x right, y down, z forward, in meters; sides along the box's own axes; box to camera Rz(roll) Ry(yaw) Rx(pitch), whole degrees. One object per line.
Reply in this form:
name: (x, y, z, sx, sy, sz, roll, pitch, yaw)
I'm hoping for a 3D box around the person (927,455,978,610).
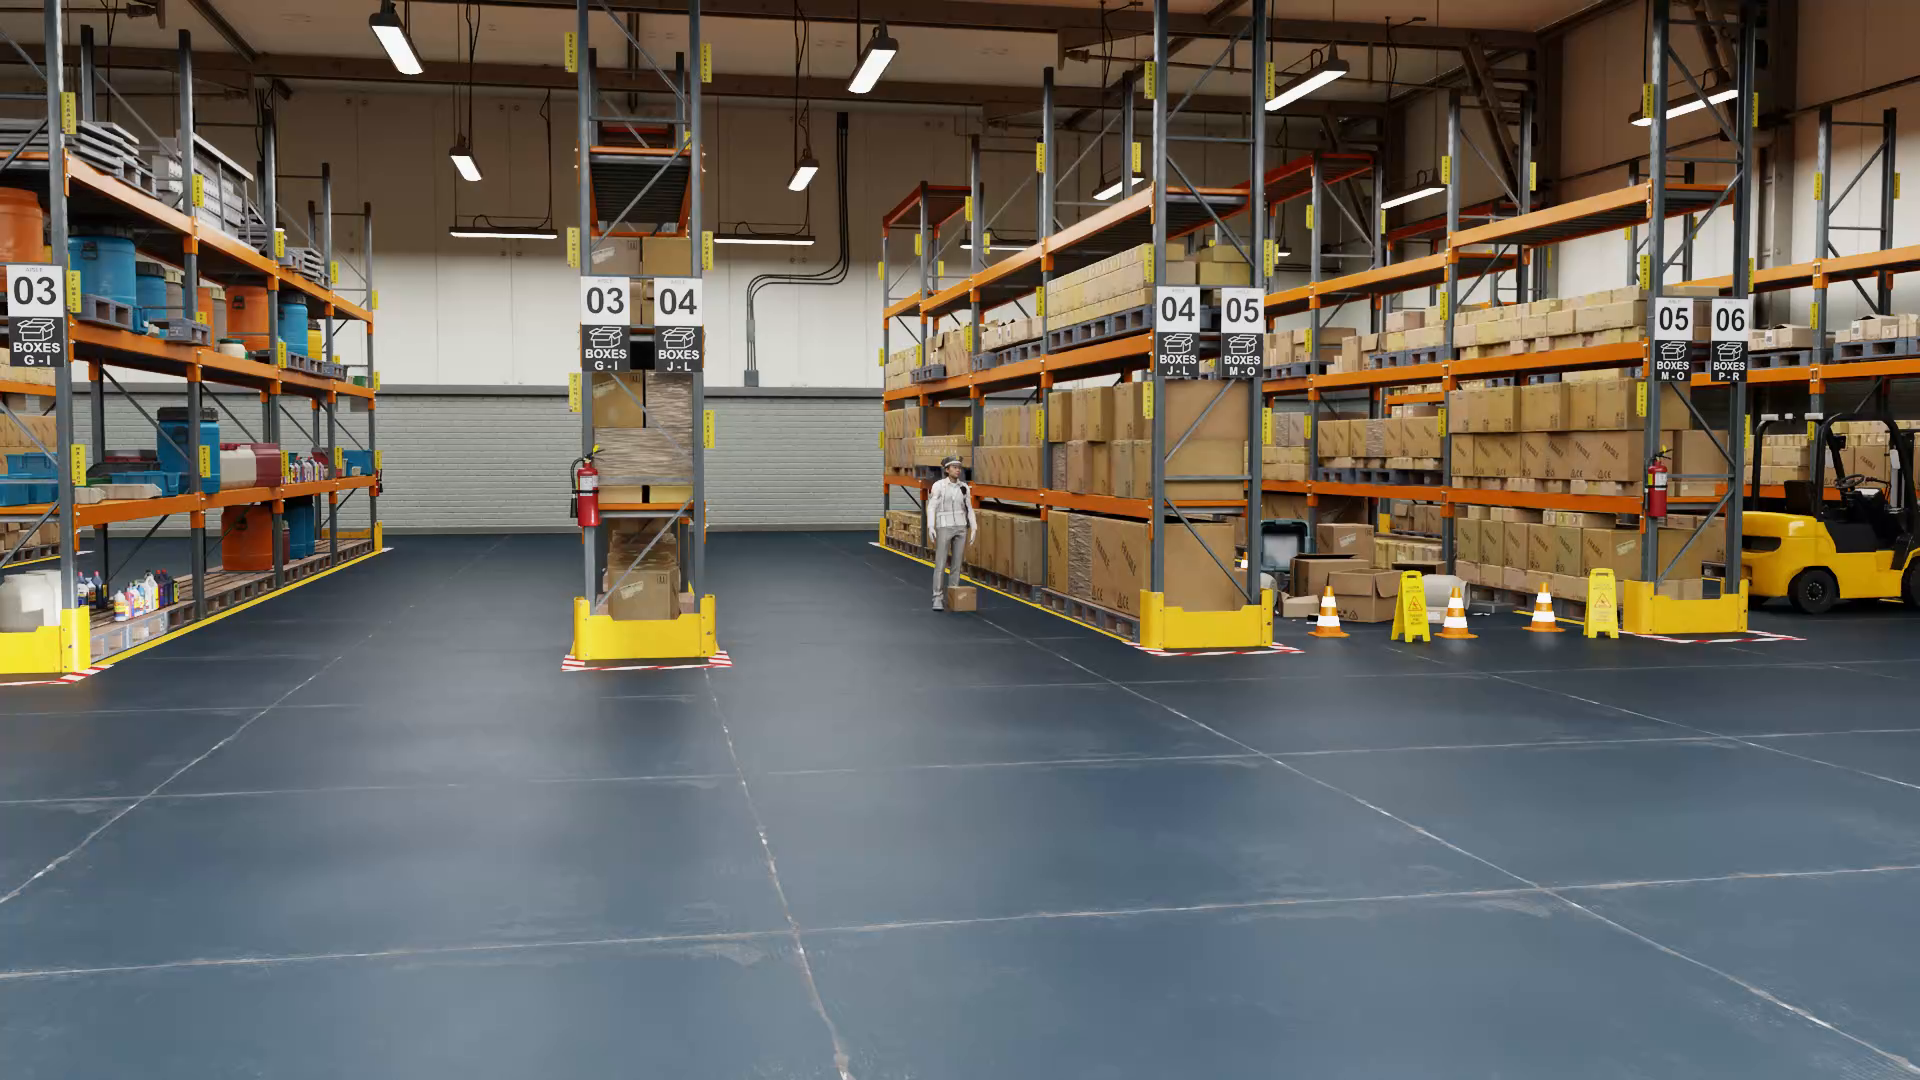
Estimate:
person: (-0.073, -0.095, 18.411, 0.588, 1.697, 0.534, -1, 3, -18)
